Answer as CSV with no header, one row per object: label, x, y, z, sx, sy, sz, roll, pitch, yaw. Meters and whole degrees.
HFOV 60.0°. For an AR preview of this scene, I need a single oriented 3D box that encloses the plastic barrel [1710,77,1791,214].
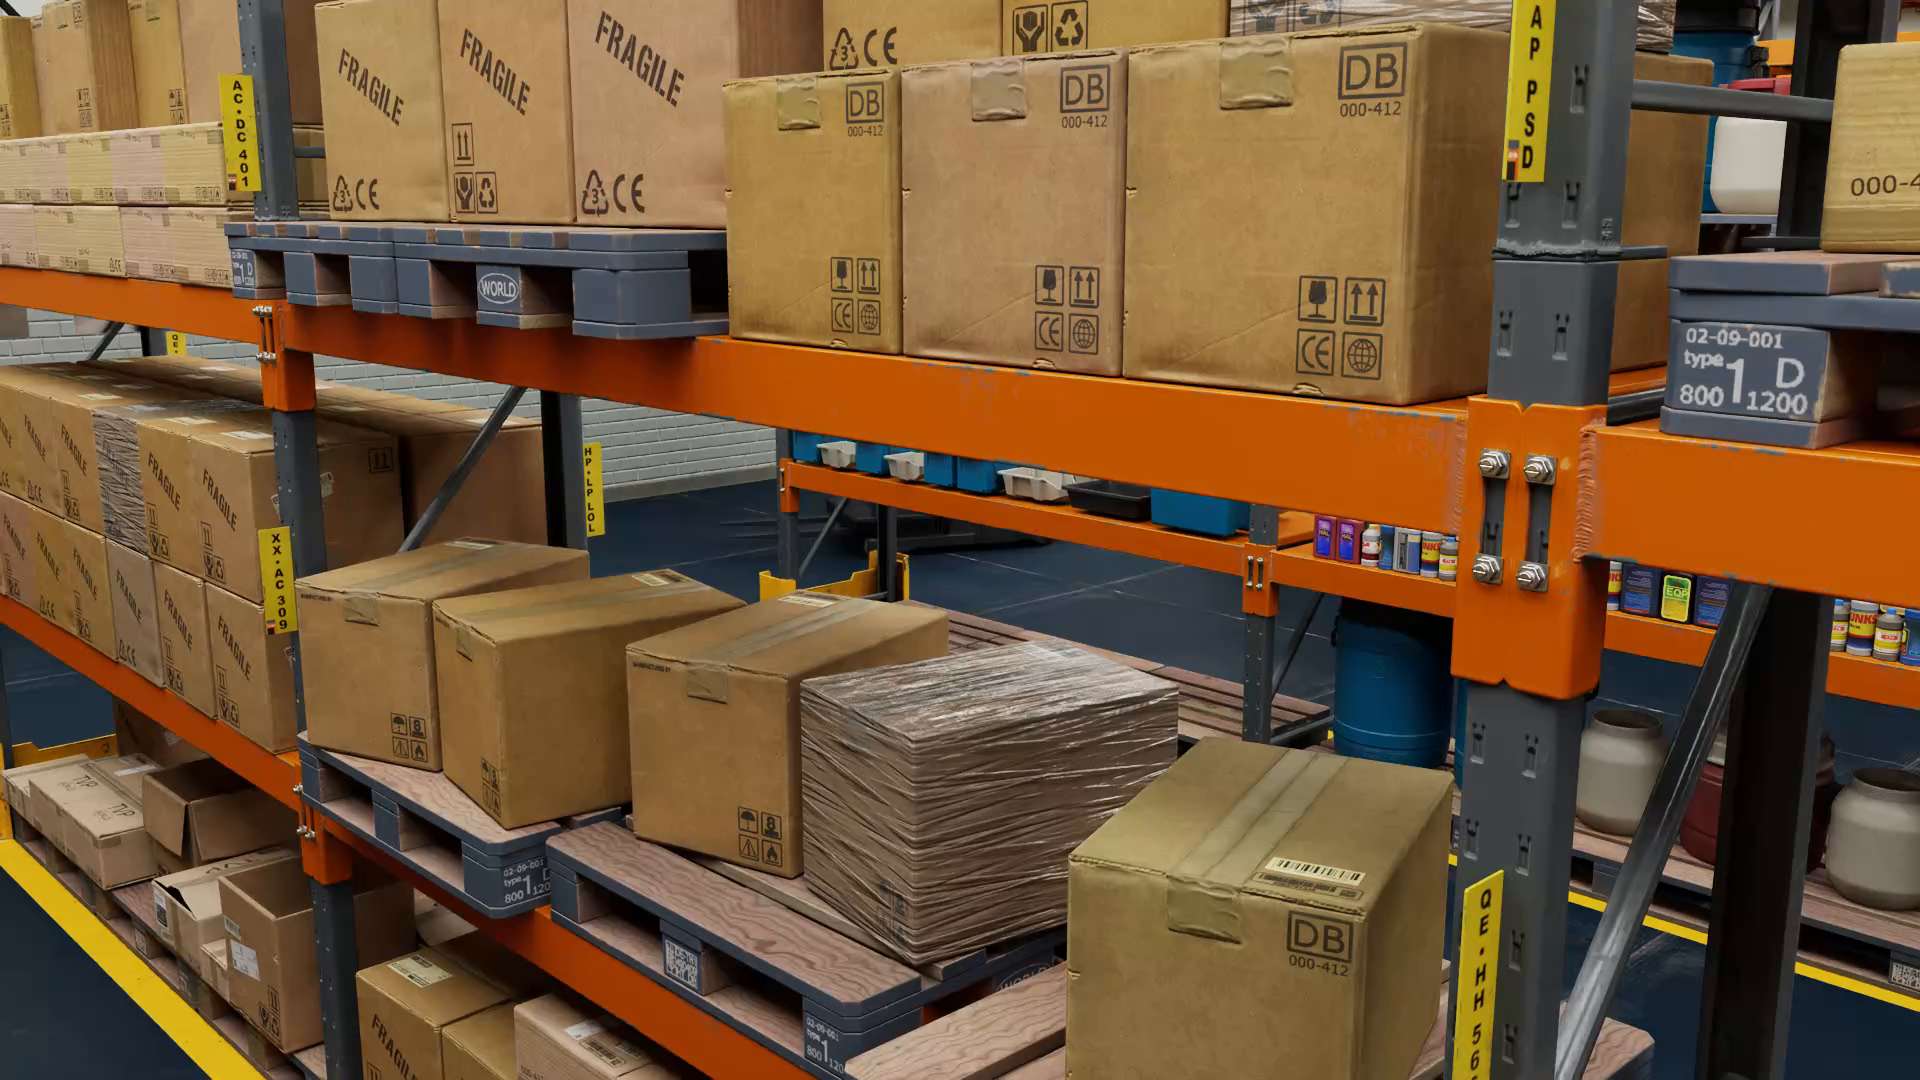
plastic barrel,3.327,-1.613,6.837,0.433,0.535,0.433,0,12,0

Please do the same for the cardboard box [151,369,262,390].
cardboard box,-3.233,-0.476,7.399,0.500,0.500,0.500,-10,16,-41

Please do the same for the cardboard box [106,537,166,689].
cardboard box,-2.932,0.236,6.425,0.500,0.500,0.500,-10,16,-41

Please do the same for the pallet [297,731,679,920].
pallet,-1.215,0.697,4.907,1.003,0.211,1.213,-11,16,-43

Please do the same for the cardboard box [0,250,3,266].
cardboard box,-3.943,-1.323,7.175,0.500,0.250,0.500,-11,16,-43

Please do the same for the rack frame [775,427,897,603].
rack frame,-0.865,-0.802,11.709,1.000,3.000,0.127,-11,16,-43

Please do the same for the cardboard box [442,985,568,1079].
cardboard box,-1.153,1.661,4.858,0.500,0.500,0.500,-11,16,-42

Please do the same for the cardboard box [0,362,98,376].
cardboard box,-4.334,-0.549,7.757,0.500,0.500,0.500,-10,15,-41

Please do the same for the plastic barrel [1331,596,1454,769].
plastic barrel,2.261,0.686,8.648,0.600,0.901,0.708,-11,16,-43

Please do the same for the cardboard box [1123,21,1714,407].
cardboard box,0.749,-0.522,2.667,0.910,0.500,0.500,-11,16,-43

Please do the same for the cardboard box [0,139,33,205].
cardboard box,-3.593,-1.495,6.774,0.500,0.250,0.500,-11,16,-43

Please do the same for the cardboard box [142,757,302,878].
cardboard box,-2.989,1.205,7.062,0.797,0.503,0.637,-11,16,-43

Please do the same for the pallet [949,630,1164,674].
pallet,0.515,0.868,10.516,1.003,0.211,1.213,-11,16,-43

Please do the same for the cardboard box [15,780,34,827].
cardboard box,-4.236,1.206,7.896,0.380,0.166,0.250,-11,16,-43

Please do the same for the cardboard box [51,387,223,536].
cardboard box,-3.274,-0.326,6.675,0.500,0.500,0.500,-11,16,-43

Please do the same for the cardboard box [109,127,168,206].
cardboard box,-2.562,-1.276,5.707,0.500,0.250,0.500,-11,16,-43

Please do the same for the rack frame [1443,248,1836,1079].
rack frame,1.075,1.055,2.694,1.000,3.000,0.127,-11,16,-43

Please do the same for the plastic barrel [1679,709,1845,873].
plastic barrel,3.530,1.107,7.378,0.600,0.588,0.708,-11,16,-43

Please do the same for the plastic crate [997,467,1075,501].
plastic crate,0.478,-0.331,9.926,0.293,0.136,0.466,-11,16,-43

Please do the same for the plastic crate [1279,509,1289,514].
plastic crate,1.680,-0.206,9.322,0.396,0.136,0.243,-11,16,-43

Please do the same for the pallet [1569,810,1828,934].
pallet,3.247,1.444,7.717,1.003,0.211,1.213,-11,16,-43

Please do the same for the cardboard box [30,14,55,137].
cardboard box,-3.376,-1.905,6.901,0.700,0.500,0.500,-11,16,-43

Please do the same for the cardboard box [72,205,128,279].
cardboard box,-2.905,-1.104,6.114,0.500,0.250,0.500,-11,16,-43

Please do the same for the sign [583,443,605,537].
sign,-1.288,-0.173,5.789,0.100,0.325,0.005,-11,16,-43

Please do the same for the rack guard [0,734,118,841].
rack guard,-4.397,1.123,8.559,1.175,0.500,0.348,-11,16,-43

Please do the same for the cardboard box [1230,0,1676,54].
cardboard box,0.778,-1.017,2.594,0.500,0.500,0.500,-11,16,-43

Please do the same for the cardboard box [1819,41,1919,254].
cardboard box,1.429,-0.488,2.081,0.500,0.250,0.500,10,15,41

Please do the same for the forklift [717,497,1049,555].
forklift,-0.632,-1.399,14.778,3.031,2.935,1.130,-4,12,-17

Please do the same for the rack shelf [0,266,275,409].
rack shelf,-3.069,-0.937,6.714,1.077,0.370,4.000,-11,16,-43

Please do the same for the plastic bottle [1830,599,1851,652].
plastic bottle,3.510,0.339,6.662,0.097,0.201,0.097,0,12,0

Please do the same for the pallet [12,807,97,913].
pallet,-3.846,1.381,8.024,1.003,0.211,1.213,-11,16,-43

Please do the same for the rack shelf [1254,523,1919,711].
rack shelf,3.279,0.426,7.531,1.077,0.370,4.000,-11,16,-43

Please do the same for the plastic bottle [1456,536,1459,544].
plastic bottle,2.579,-0.035,8.478,0.097,0.201,0.097,0,12,0

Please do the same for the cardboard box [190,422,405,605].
cardboard box,-2.224,-0.105,5.600,0.500,0.500,0.500,-11,16,-42

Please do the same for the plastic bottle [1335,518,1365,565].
plastic bottle,1.935,-0.029,8.244,0.061,0.283,0.133,-11,16,-43

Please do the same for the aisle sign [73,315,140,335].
aisle sign,-4.275,-1.438,8.354,0.394,0.787,0.004,-11,16,-43

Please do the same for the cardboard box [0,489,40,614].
cardboard box,-3.974,0.015,7.496,0.500,0.500,0.500,-11,16,-43

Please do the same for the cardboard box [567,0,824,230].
cardboard box,-0.470,-1.023,3.813,0.600,0.600,0.600,11,16,43

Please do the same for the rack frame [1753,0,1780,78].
rack frame,5.480,-3.847,11.620,1.000,3.000,0.127,-11,16,-43

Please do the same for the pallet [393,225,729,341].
pallet,-0.569,-0.650,4.002,1.213,0.211,1.003,-11,16,-43

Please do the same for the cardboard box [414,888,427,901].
cardboard box,-2.425,1.428,6.819,0.380,0.166,0.250,-11,16,-43

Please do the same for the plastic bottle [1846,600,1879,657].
plastic bottle,3.577,0.319,6.586,0.097,0.271,0.097,0,12,0

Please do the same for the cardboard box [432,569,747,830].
cardboard box,-1.001,0.409,4.544,0.700,0.500,0.500,-8,14,-34

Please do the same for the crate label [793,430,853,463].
crate label,-0.932,-0.667,11.322,0.416,0.233,0.303,-11,16,-43

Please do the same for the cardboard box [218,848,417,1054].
cardboard box,-2.286,1.437,5.947,0.500,0.500,0.500,-11,16,-43

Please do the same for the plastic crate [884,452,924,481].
plastic crate,-0.302,-0.463,10.568,0.250,0.136,0.298,-11,16,-43

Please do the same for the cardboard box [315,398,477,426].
cardboard box,-2.166,-0.250,6.306,0.500,0.500,0.500,11,16,43

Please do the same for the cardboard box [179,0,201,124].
cardboard box,-2.294,-1.695,5.883,0.700,0.500,0.500,-11,16,-43

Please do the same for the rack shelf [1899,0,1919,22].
rack shelf,14.854,-7.487,22.837,1.077,0.370,4.000,-11,16,-43

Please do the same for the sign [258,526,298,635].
sign,-2.075,0.124,5.068,0.100,0.325,0.005,-11,16,-43

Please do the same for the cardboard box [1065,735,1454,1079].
cardboard box,0.559,0.724,3.011,0.500,0.500,0.700,6,13,26

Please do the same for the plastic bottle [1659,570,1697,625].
plastic bottle,3.063,0.210,7.087,0.061,0.283,0.133,-11,16,-43

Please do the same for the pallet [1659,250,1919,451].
pallet,1.608,-0.235,1.990,1.213,0.211,1.003,-10,15,-40

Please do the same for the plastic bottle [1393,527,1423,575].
plastic bottle,2.194,0.017,8.043,0.152,0.276,0.135,-11,16,-43
